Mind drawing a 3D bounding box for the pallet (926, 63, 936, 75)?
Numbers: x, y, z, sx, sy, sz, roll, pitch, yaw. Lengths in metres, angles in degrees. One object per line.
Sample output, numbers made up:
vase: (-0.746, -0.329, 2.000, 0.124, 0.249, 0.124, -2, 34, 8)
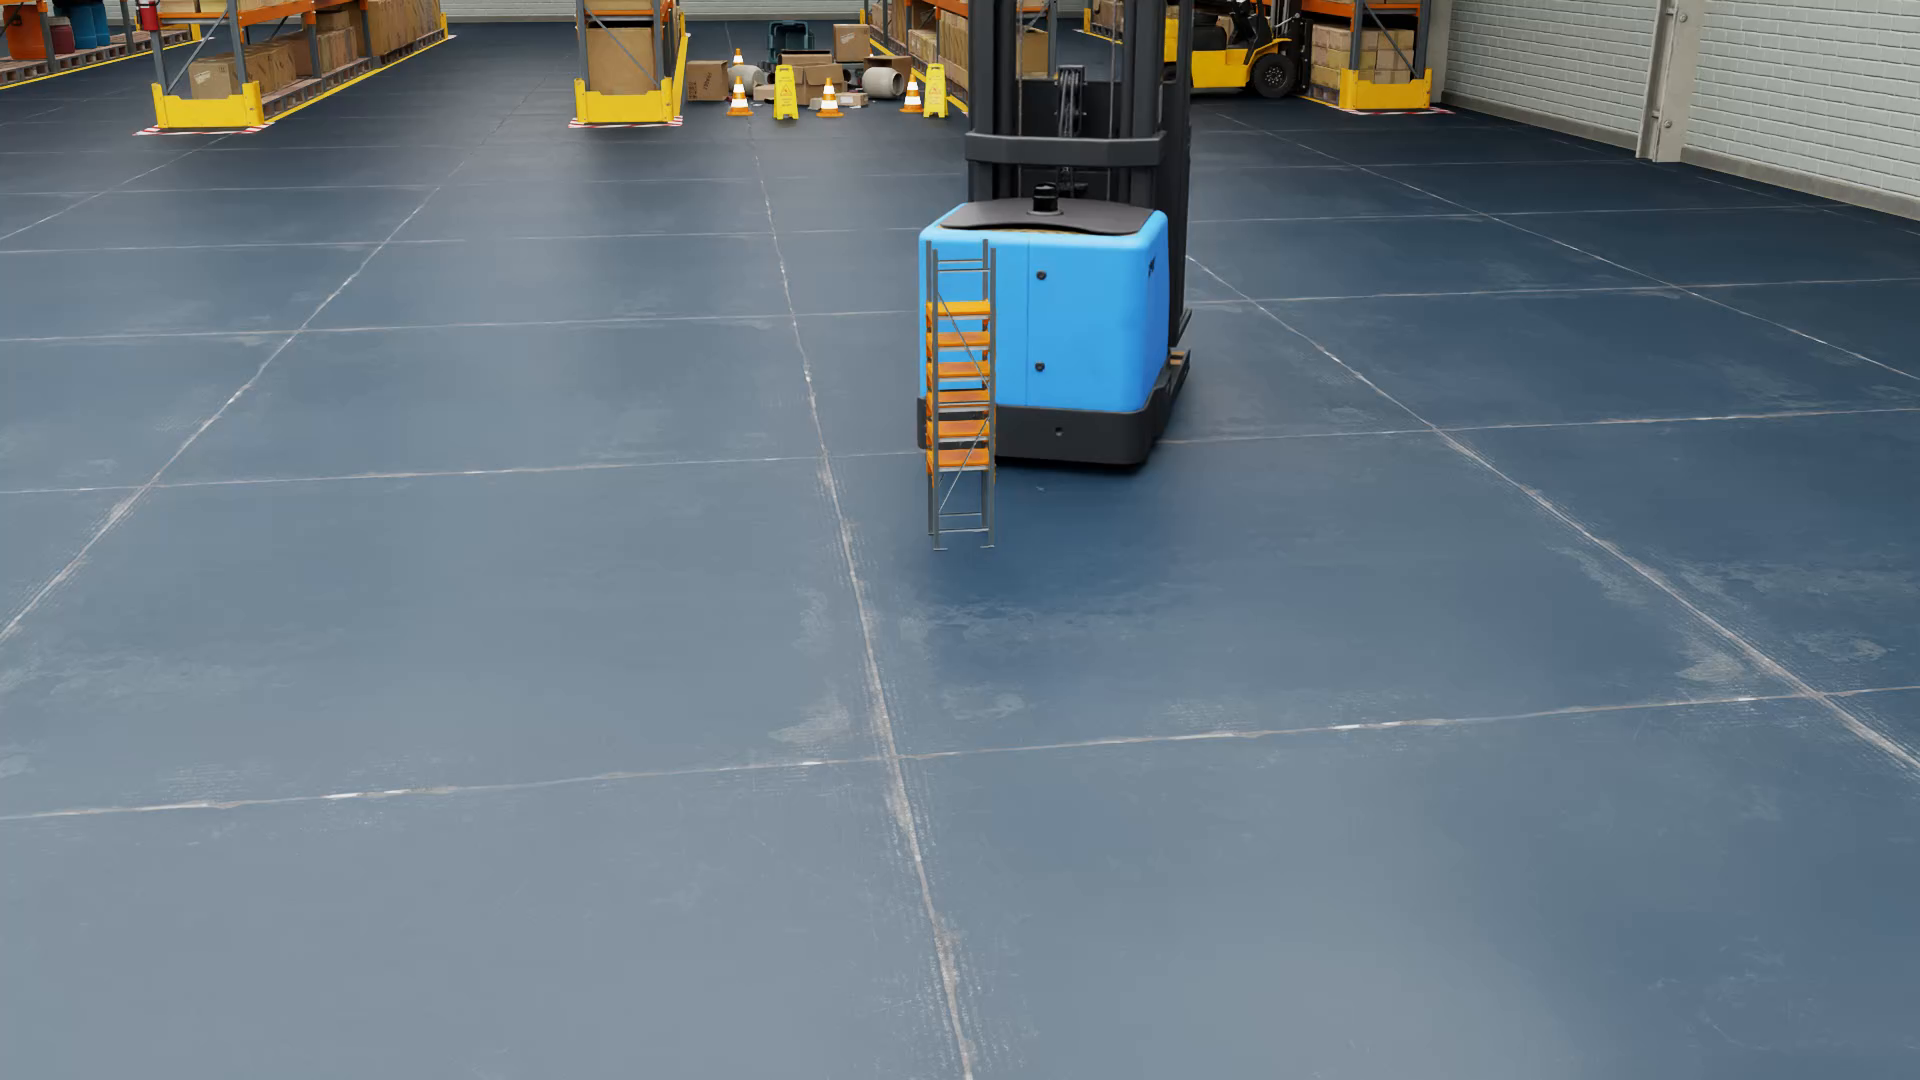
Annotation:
pallet: (0.036, -7.267, 25.870, 1.003, 0.211, 1.213, -3, 21, -8)

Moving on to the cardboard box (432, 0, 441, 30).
cardboard box: (-11.216, -10.942, 34.162, 0.875, 0.875, 0.875, -3, 21, -8)

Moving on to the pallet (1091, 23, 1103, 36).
pallet: (3.458, -11.101, 36.137, 1.003, 0.211, 1.213, -3, 21, -8)

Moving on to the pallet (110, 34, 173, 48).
pallet: (-16.035, -9.693, 32.367, 1.003, 0.211, 1.213, -3, 21, -8)

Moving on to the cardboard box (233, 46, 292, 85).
cardboard box: (-9.549, -6.491, 22.780, 0.500, 0.500, 0.500, 4, 21, 9)

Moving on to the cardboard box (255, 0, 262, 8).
cardboard box: (-9.010, -6.759, 20.885, 0.380, 0.149, 0.250, -3, 21, -8)

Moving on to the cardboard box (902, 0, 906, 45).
cardboard box: (-0.569, -9.442, 30.146, 0.875, 0.875, 0.875, -3, 21, -7)

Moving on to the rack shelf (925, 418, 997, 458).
rack shelf: (0.002, -0.403, 6.550, 0.258, 0.103, 0.180, -3, 21, -8)

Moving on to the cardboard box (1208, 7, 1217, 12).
cardboard box: (4.705, -9.559, 30.068, 0.380, 0.149, 0.250, -2, 21, -6)

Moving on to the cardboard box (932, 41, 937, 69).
cardboard box: (0.071, -7.451, 25.533, 0.950, 0.372, 0.625, -3, 21, -7)

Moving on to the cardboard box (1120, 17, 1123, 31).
cardboard box: (3.485, -10.543, 33.963, 0.396, 0.266, 0.258, -2, 21, -6)

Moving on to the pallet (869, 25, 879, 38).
pallet: (-1.388, -10.879, 35.542, 1.003, 0.211, 1.213, -3, 21, -8)

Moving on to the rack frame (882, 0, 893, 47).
rack frame: (-1.004, -11.073, 32.077, 1.000, 3.000, 0.127, -3, 21, -8)

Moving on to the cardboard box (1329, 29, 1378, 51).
cardboard box: (5.262, -6.691, 22.244, 0.500, 0.250, 0.500, -2, 21, -6)

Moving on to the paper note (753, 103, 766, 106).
paper note: (-2.698, -5.856, 22.355, 0.144, 0.017, 0.142, 4, 21, 11)

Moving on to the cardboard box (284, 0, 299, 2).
cardboard box: (-9.186, -7.369, 22.517, 0.380, 0.149, 0.250, -3, 21, -8)

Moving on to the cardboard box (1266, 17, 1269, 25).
cardboard box: (4.820, -7.749, 25.076, 0.500, 0.250, 0.500, -3, 21, -9)

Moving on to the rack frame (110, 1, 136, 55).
rack frame: (-15.712, -10.324, 30.070, 1.000, 3.000, 0.127, -3, 21, -8)

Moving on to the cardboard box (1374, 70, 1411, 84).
cardboard box: (5.760, -6.259, 22.516, 0.500, 0.250, 0.500, -3, 21, -8)

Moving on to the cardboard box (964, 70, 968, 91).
cardboard box: (0.340, -6.102, 22.096, 0.500, 0.250, 0.500, -3, 21, -8)

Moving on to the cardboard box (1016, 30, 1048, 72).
cardboard box: (0.879, -6.480, 22.036, 0.500, 0.500, 0.500, -4, 21, -10)

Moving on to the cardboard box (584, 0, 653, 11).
cardboard box: (-4.256, -6.830, 20.502, 0.875, 0.550, 0.550, -3, 21, -8)

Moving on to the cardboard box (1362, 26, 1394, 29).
cardboard box: (5.680, -6.896, 22.793, 0.500, 0.250, 0.500, -3, 21, -8)

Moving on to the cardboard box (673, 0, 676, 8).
cardboard box: (-5.469, -9.742, 30.413, 0.500, 0.250, 0.500, -2, 21, -5)

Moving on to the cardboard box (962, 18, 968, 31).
cardboard box: (0.233, -6.870, 22.154, 0.380, 0.149, 0.250, -2, 21, -6)

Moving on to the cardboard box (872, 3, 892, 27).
cardboard box: (-1.386, -11.231, 35.561, 0.875, 0.438, 0.875, -4, 21, -10)

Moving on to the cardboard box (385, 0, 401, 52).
cardboard box: (-10.434, -8.939, 28.799, 1.225, 0.875, 0.875, -3, 21, -8)

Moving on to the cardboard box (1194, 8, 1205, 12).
cardboard box: (4.162, -9.428, 29.717, 0.380, 0.149, 0.250, -4, 21, -10)

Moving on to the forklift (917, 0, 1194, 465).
forklift: (0.635, -2.191, 8.393, 1.130, 2.935, 3.031, 5, 21, 12)

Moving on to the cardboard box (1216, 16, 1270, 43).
cardboard box: (4.760, -8.349, 27.576, 0.875, 0.625, 0.625, -4, 21, -10)

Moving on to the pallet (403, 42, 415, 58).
pallet: (-10.625, -9.004, 30.521, 1.003, 0.211, 1.213, -3, 21, -8)

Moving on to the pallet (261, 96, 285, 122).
pallet: (-9.174, -5.422, 20.931, 1.003, 0.211, 1.213, -3, 21, -8)

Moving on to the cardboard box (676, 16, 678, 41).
cardboard box: (-5.532, -9.571, 31.027, 0.500, 0.500, 0.500, -3, 21, -9)

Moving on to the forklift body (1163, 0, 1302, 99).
forklift body: (3.559, -7.337, 23.287, 2.313, 2.155, 1.214, -3, 21, -8)

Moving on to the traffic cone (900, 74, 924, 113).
traffic cone: (-0.613, -5.814, 21.621, 0.336, 0.463, 0.334, -3, 21, -8)

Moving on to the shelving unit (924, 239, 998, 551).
shelving unit: (0.002, -0.557, 6.493, 0.258, 1.200, 0.189, -3, 21, -8)

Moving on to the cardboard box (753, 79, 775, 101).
cardboard box: (-2.664, -6.236, 23.032, 0.396, 0.266, 0.258, 1, 20, 2)

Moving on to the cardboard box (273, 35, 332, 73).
cardboard box: (-9.775, -7.218, 24.700, 0.700, 0.500, 0.500, -3, 21, -8)

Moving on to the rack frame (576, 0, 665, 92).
rack frame: (-4.158, -6.634, 20.191, 1.000, 3.000, 0.127, -3, 21, -8)

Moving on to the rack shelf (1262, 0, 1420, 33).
rack shelf: (5.349, -7.526, 23.606, 1.077, 0.370, 4.000, -3, 21, -8)

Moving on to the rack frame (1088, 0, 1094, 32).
rack frame: (3.331, -12.710, 36.459, 1.000, 3.000, 0.127, -3, 21, -8)

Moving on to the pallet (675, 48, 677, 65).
pallet: (-5.422, -8.368, 28.819, 1.003, 0.211, 1.213, -3, 21, -8)

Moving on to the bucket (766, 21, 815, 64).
bucket: (-2.433, -7.267, 24.391, 0.726, 0.611, 0.620, 4, 11, 11)

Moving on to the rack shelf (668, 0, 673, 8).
rack shelf: (-5.023, -8.374, 25.879, 1.077, 0.370, 4.000, -3, 21, -8)

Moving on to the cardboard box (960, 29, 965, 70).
cardboard box: (0.274, -6.623, 22.420, 0.500, 0.500, 0.500, -2, 21, -6)

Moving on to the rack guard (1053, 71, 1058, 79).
rack guard: (0.715, -5.774, 21.461, 1.175, 0.500, 0.348, -3, 21, -8)
